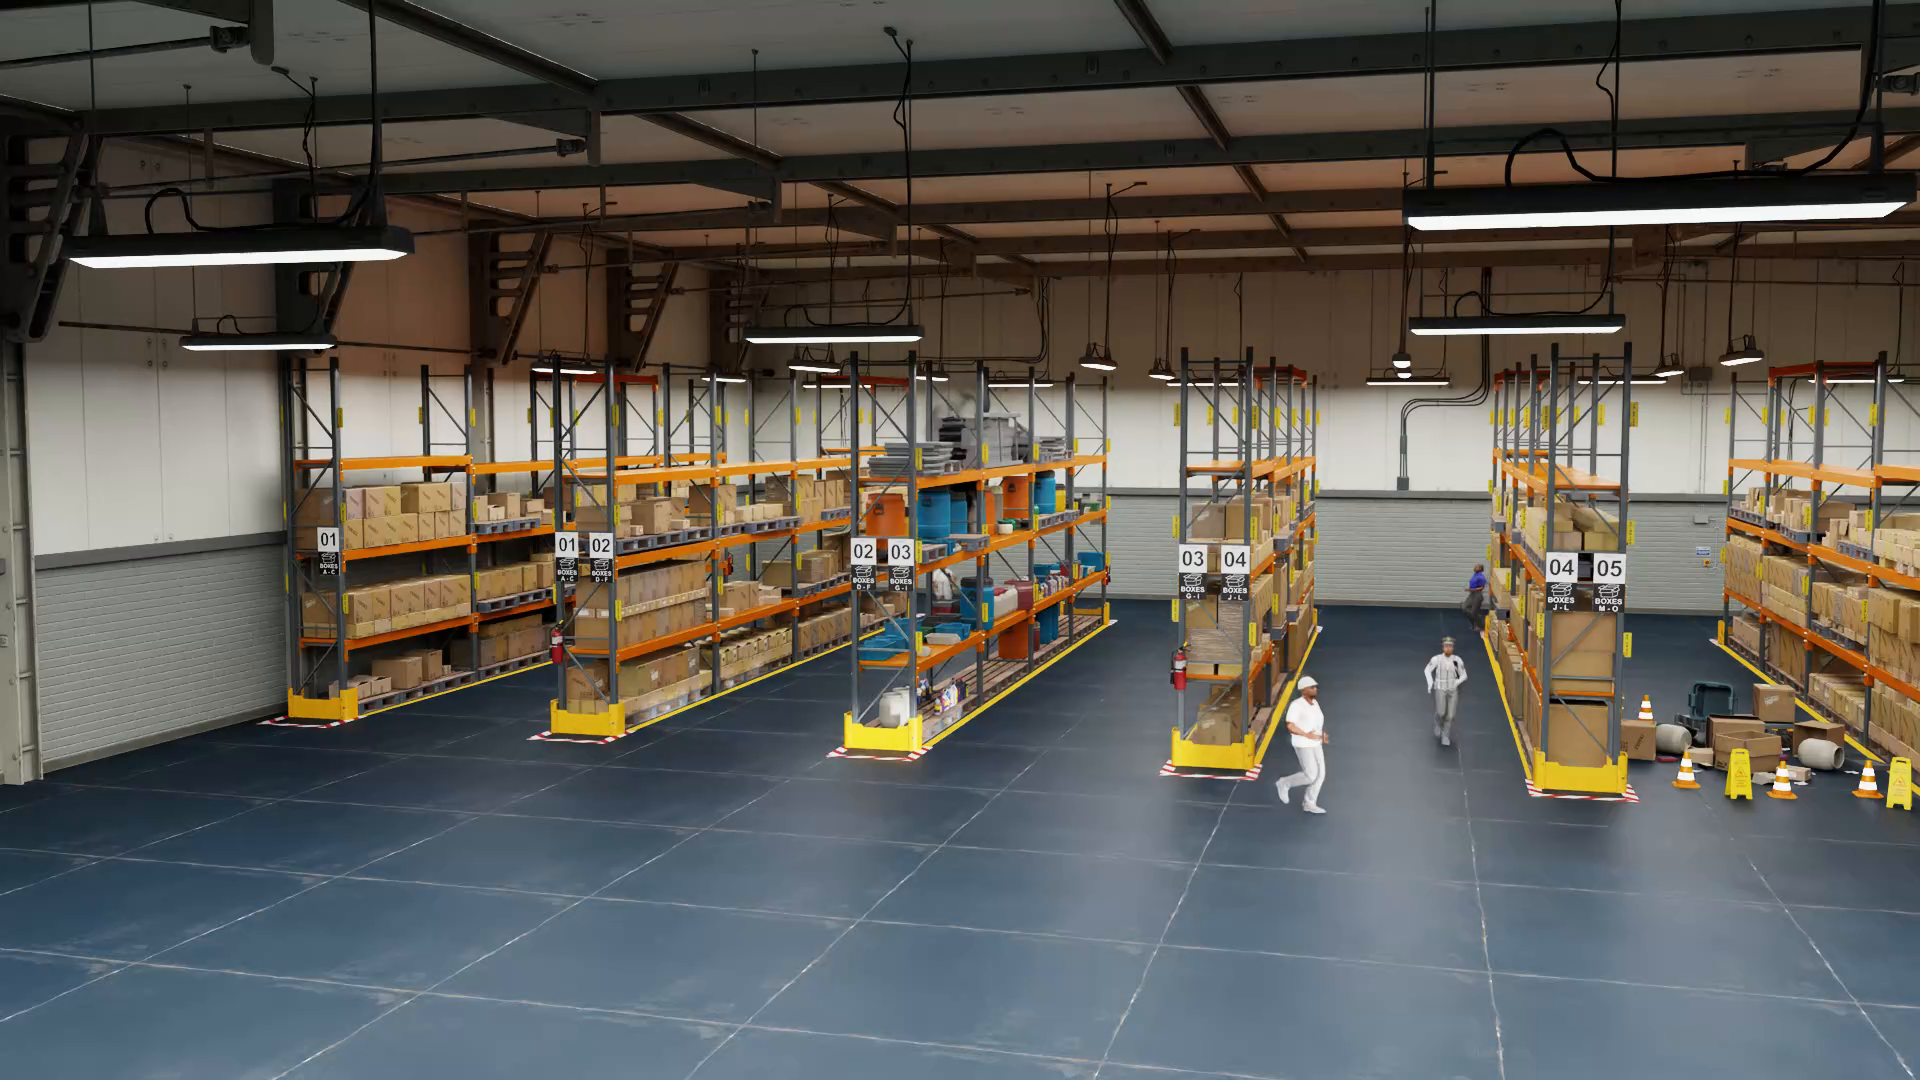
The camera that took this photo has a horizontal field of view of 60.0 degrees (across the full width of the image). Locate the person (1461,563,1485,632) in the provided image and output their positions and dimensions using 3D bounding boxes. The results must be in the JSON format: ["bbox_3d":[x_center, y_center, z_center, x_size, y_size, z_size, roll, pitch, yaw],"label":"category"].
[{"bbox_3d":[12.021,1.337,38.851,0.552,1.615,0.551,-1,4,-12],"label":"person"}]

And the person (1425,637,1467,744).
[{"bbox_3d":[7.445,2.312,25.448,0.615,1.653,0.541,1,4,9],"label":"person"}]

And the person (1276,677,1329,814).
[{"bbox_3d":[4.369,2.587,21.127,0.668,1.725,0.700,3,5,40],"label":"person"}]

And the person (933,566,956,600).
[{"bbox_3d":[-0.389,1.303,39.151,0.588,1.685,0.923,0,4,6],"label":"person"}]

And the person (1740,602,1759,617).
[{"bbox_3d":[18.010,1.378,37.693,0.725,1.733,0.770,4,6,44],"label":"person"}]
